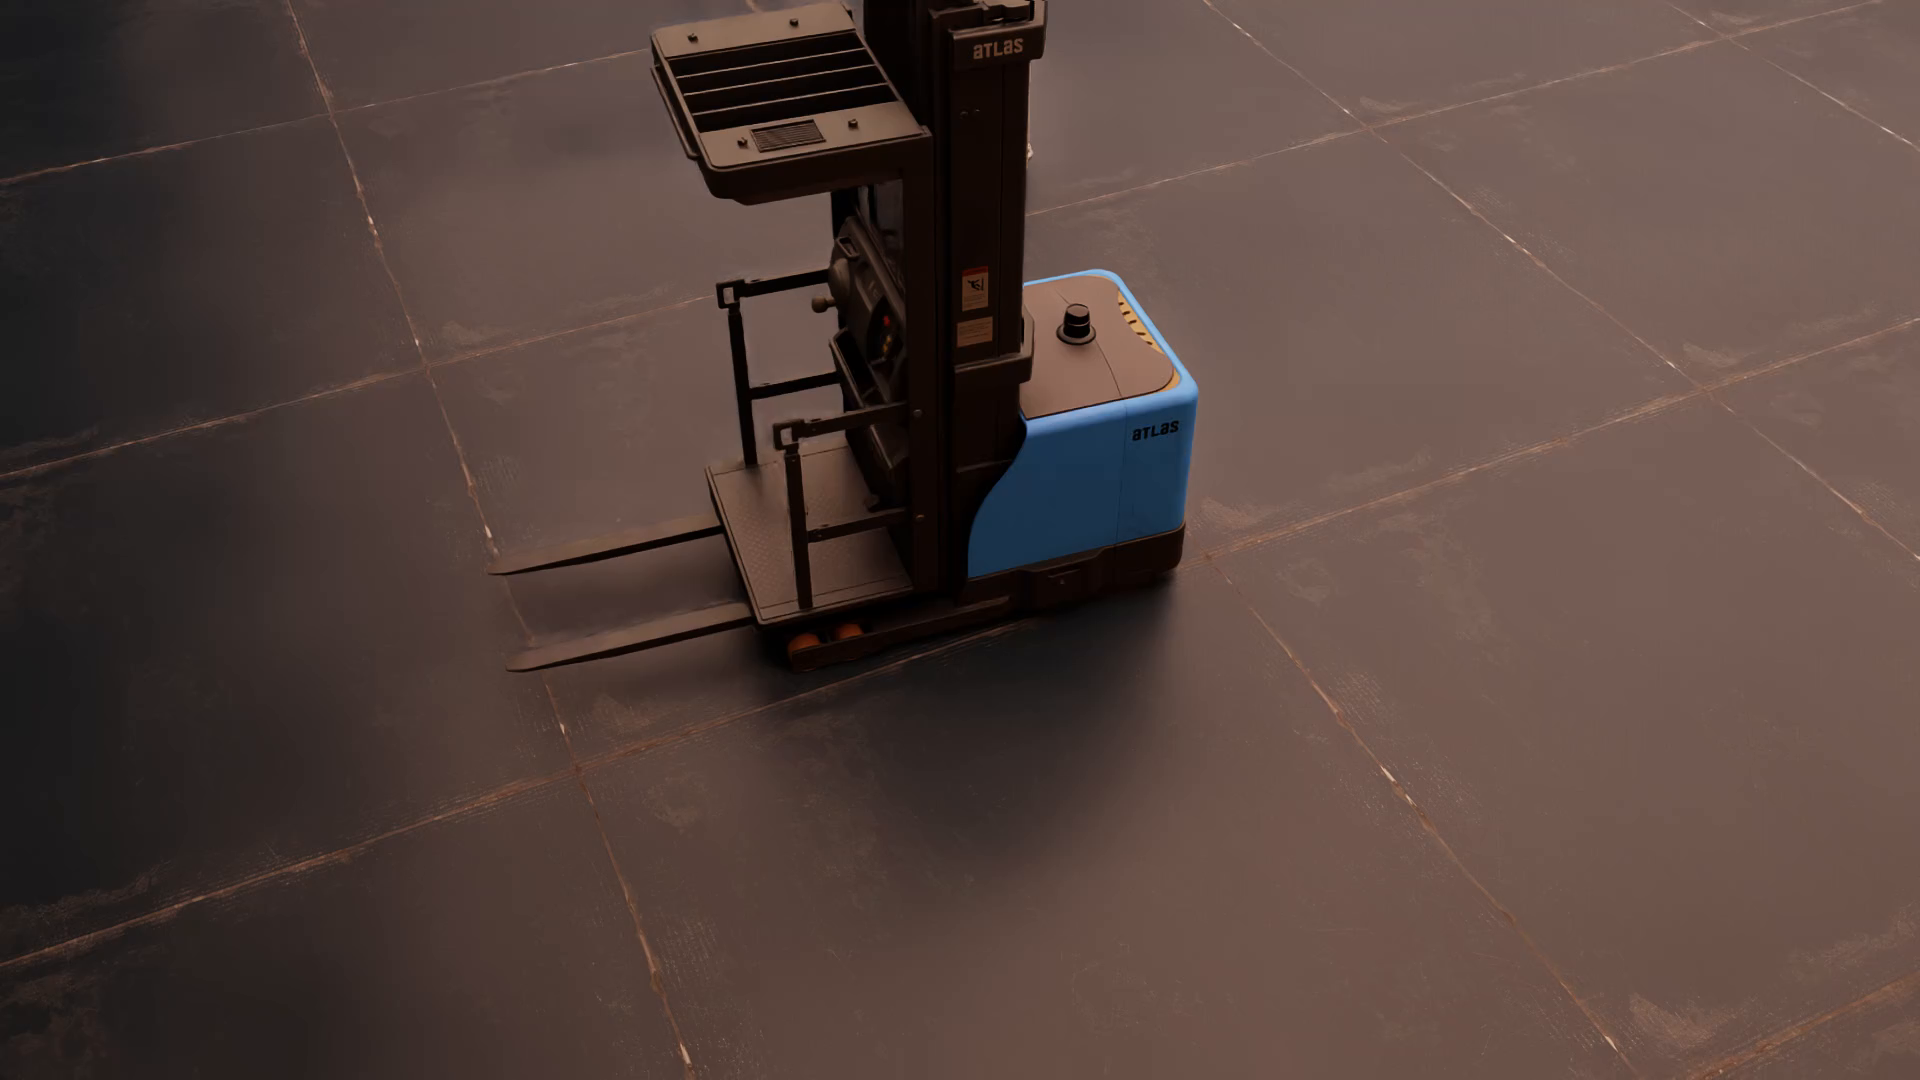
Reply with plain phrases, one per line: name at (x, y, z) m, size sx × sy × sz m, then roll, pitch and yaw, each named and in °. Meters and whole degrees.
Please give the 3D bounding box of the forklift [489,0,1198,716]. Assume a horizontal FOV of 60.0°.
forklift at (-0.527, -0.857, 6.599) m, size 3.031 × 2.935 × 1.130 m, roll -19°, pitch 46°, yaw -19°

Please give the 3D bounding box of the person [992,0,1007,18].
person at (0.163, -2.967, 9.696) m, size 0.653 × 1.787 × 0.549 m, roll 3°, pitch 43°, yaw 3°
